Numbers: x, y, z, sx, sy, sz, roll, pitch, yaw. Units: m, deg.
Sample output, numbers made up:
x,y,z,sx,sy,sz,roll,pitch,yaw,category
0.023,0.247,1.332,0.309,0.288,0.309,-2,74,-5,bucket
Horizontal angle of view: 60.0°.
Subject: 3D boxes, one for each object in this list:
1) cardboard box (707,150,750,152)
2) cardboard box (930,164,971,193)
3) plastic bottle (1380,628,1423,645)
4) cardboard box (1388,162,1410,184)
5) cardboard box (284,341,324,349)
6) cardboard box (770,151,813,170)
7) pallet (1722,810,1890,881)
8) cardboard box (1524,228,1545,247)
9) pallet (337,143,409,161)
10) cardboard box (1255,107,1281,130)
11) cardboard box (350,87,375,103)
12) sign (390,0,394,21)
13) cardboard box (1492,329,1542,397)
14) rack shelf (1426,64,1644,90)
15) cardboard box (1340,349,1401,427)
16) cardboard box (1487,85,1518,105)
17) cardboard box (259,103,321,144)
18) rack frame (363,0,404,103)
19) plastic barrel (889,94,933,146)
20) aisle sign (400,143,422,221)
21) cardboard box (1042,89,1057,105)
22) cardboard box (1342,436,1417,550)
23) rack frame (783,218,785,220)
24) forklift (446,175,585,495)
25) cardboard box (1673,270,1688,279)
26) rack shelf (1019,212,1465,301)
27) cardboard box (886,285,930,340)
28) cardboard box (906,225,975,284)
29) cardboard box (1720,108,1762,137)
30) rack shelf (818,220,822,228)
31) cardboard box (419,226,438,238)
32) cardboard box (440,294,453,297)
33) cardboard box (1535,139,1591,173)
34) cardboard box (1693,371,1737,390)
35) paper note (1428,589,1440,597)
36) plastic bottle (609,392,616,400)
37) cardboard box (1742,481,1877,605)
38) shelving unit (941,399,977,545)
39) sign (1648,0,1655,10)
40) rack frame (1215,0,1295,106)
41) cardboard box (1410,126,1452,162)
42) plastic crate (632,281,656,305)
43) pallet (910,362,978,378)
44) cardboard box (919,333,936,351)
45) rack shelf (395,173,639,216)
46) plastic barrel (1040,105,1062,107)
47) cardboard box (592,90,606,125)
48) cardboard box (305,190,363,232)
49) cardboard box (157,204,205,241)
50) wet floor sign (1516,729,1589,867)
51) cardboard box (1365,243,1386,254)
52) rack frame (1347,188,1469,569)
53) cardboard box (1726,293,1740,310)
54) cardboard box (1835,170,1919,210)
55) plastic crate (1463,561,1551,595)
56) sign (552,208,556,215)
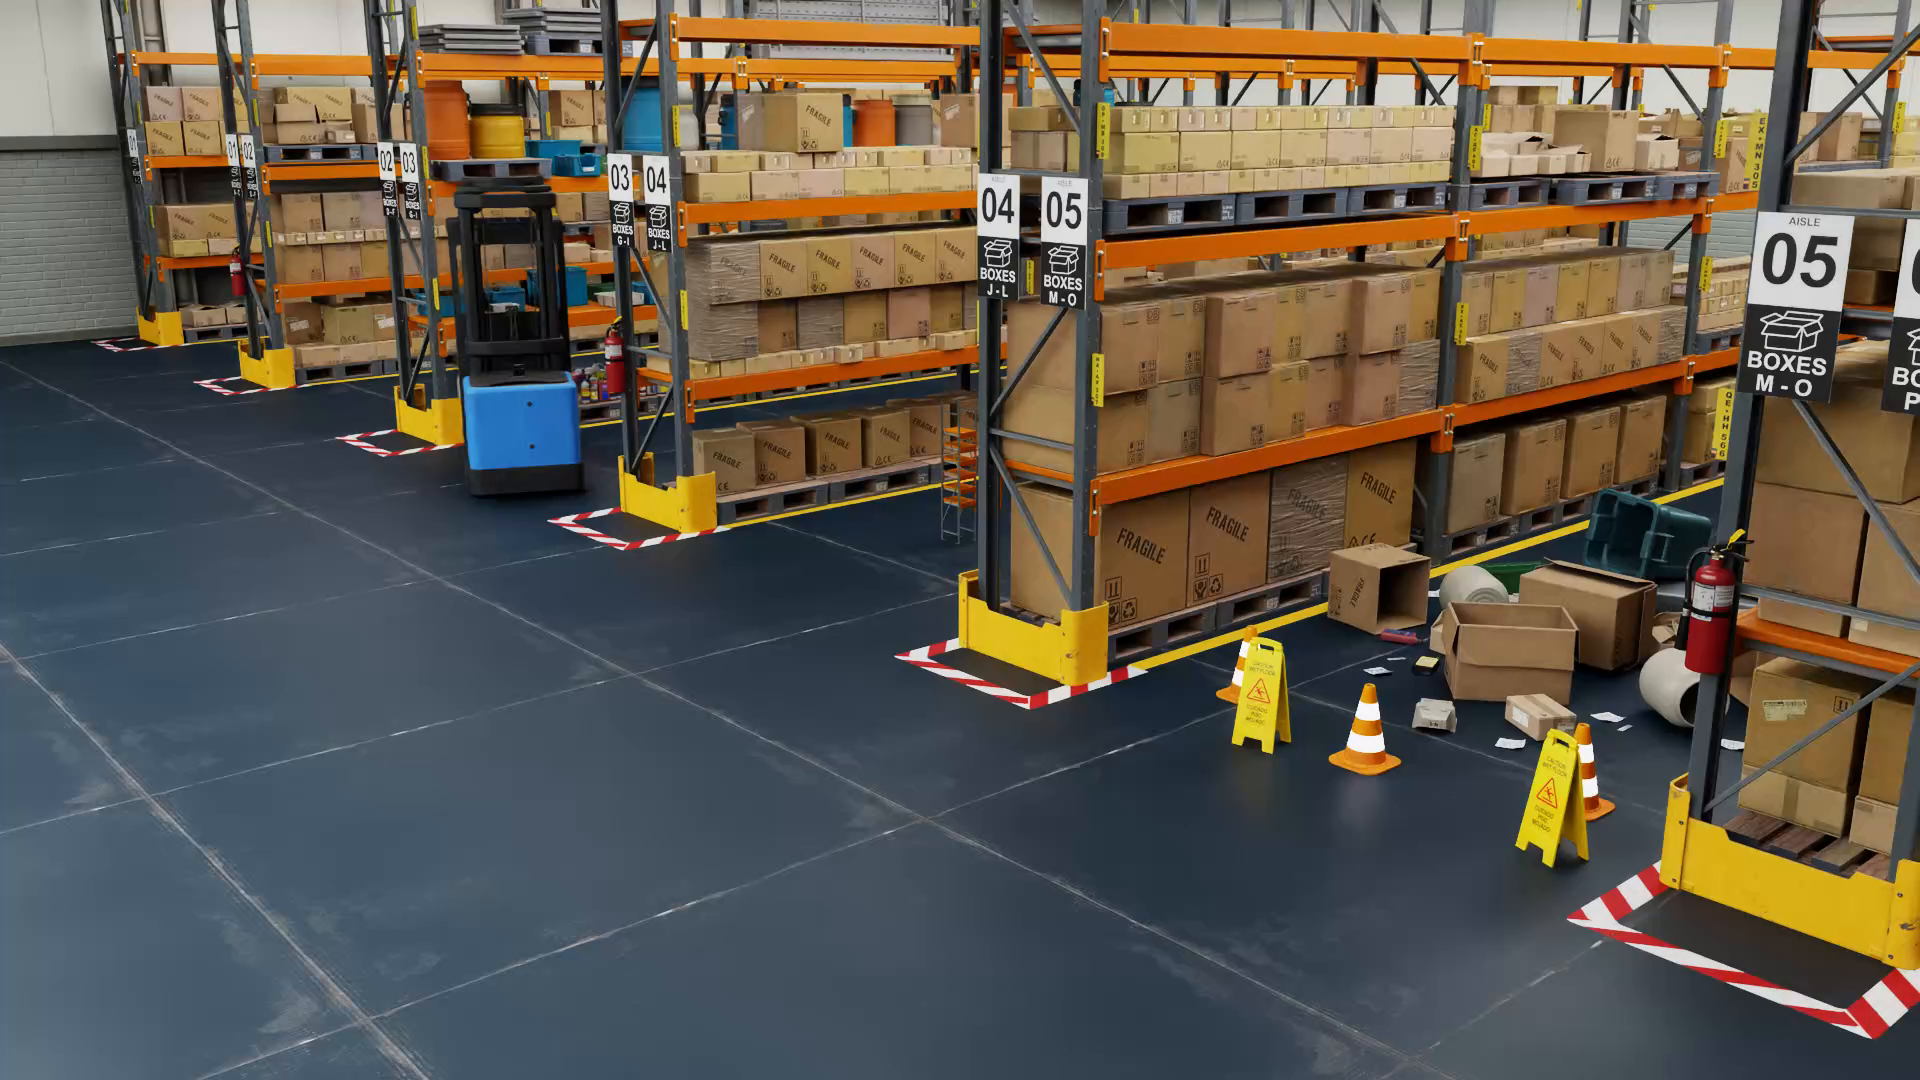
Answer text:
x,y,z,sx,sy,sz,roll,pitch,yaw,category
-2.098,-3.442,15.028,0.250,0.149,0.380,-13,19,-39,cardboard box
-0.240,-3.468,15.900,0.500,0.250,0.500,-12,19,-38,cardboard box
3.089,0.678,11.592,0.283,0.061,0.133,8,17,28,plastic bottle
3.064,-2.692,12.181,0.250,0.149,0.380,-12,19,-39,cardboard box
-8.973,-2.580,22.613,0.500,0.250,0.500,-13,19,-39,cardboard box
-1.518,-3.364,14.737,0.250,0.149,0.380,-13,20,-40,cardboard box
4.515,1.504,8.209,1.213,0.211,1.003,-13,19,-39,pallet
7.664,-4.297,22.786,0.500,0.500,0.500,-13,20,-41,cardboard box
-7.713,-5.287,22.588,1.213,0.211,1.003,-13,19,-39,pallet
1.916,-2.820,11.115,0.250,0.149,0.380,-13,20,-40,cardboard box
-9.621,-7.052,26.854,0.500,0.500,0.500,14,20,42,cardboard box
-9.079,-8.478,26.589,0.005,0.325,0.100,-13,19,-39,sign
4.467,-1.494,13.837,0.500,0.500,0.500,-12,19,-39,cardboard box
7.877,-6.358,22.783,4.000,0.370,1.077,-13,19,-39,rack shelf
2.843,-1.233,12.765,0.550,0.550,0.875,-13,19,-39,cardboard box
7.082,-5.930,22.172,0.500,0.250,0.500,-14,21,-43,cardboard box
-8.748,-5.424,21.645,0.637,0.503,0.797,-11,18,-36,cardboard box
-9.421,-8.097,27.127,0.127,3.000,1.000,-13,19,-39,rack frame
-0.662,-5.542,22.403,0.600,0.901,0.600,0,15,0,plastic barrel
-5.797,-3.779,17.549,0.004,0.787,0.394,-13,19,-39,aisle sign
1.331,-7.918,30.137,0.500,0.500,0.700,-13,19,-39,cardboard box
2.993,-0.407,13.264,0.875,0.875,0.875,-12,19,-39,cardboard box
-3.149,-4.913,26.830,0.127,3.000,1.000,-13,19,-39,rack frame
-4.508,-2.173,16.704,1.130,2.935,3.031,-5,16,-17,forklift
7.187,-2.675,16.971,0.250,0.149,0.380,-12,19,-38,cardboard box
2.004,-2.086,11.829,4.000,0.370,1.077,-13,19,-39,rack shelf
-0.758,-2.252,16.097,0.500,0.500,0.875,-13,19,-39,cardboard box
-0.202,-2.766,16.087,0.500,0.500,0.500,-13,19,-39,cardboard box
7.406,-3.971,15.813,0.258,0.266,0.396,-13,19,-39,cardboard box
-1.877,-6.545,34.336,4.000,0.370,1.077,-13,19,-39,rack shelf
-7.388,-4.249,22.893,0.250,0.149,0.380,-12,19,-38,cardboard box
-7.132,-3.183,23.415,0.500,0.500,0.500,-13,19,-39,cardboard box
5.064,-3.235,13.987,0.258,0.266,0.396,-13,19,-39,cardboard box
7.592,-1.514,16.683,0.500,0.250,0.500,-13,20,-40,cardboard box
3.600,0.401,12.689,0.147,0.020,0.142,2,15,9,paper note
-4.104,-1.792,19.579,0.097,0.271,0.097,0,15,0,plastic bottle
4.050,-0.037,7.805,0.500,0.500,0.500,-13,20,-40,cardboard box
-0.011,-0.577,14.086,0.189,1.200,0.258,-13,19,-39,shelving unit
9.732,-7.619,23.372,0.005,0.325,0.100,-13,19,-39,sign
3.351,-5.882,18.834,0.127,3.000,1.000,-13,19,-39,rack frame
3.310,-2.962,12.419,0.500,0.250,0.500,-13,20,-40,cardboard box
-3.574,-2.958,19.800,0.616,0.251,0.499,-13,19,-39,plastic crate
-0.510,-2.477,23.114,1.213,0.211,1.003,-13,19,-39,pallet
-0.449,-1.939,16.184,0.250,0.149,0.380,-13,19,-39,cardboard box
-4.427,-4.033,19.118,4.000,0.370,1.077,-13,19,-39,rack shelf
1.338,-5.995,23.993,0.433,0.535,0.433,0,15,0,plastic barrel
-5.261,-6.375,24.515,0.500,0.500,0.500,-10,18,-34,cardboard box
-8.390,-4.408,22.234,0.500,0.500,0.700,-13,20,-41,cardboard box
-11.881,-4.843,25.368,0.500,0.500,0.500,-13,19,-39,cardboard box
2.976,1.262,8.275,0.232,0.644,0.267,-6,16,-20,wet floor sign
4.908,-3.862,20.759,0.637,0.503,0.797,-12,19,-38,cardboard box
3.513,-1.323,13.392,0.127,3.000,1.000,-13,19,-39,rack frame
7.430,-2.361,16.374,0.250,0.149,0.380,-13,20,-41,cardboard box
4.102,-1.563,7.419,0.250,0.149,0.380,-12,19,-38,cardboard box
4.242,0.292,12.682,0.662,0.188,0.450,-3,5,-11,plastic crate
-5.801,-4.584,23.768,0.005,0.325,0.100,-13,19,-39,sign
